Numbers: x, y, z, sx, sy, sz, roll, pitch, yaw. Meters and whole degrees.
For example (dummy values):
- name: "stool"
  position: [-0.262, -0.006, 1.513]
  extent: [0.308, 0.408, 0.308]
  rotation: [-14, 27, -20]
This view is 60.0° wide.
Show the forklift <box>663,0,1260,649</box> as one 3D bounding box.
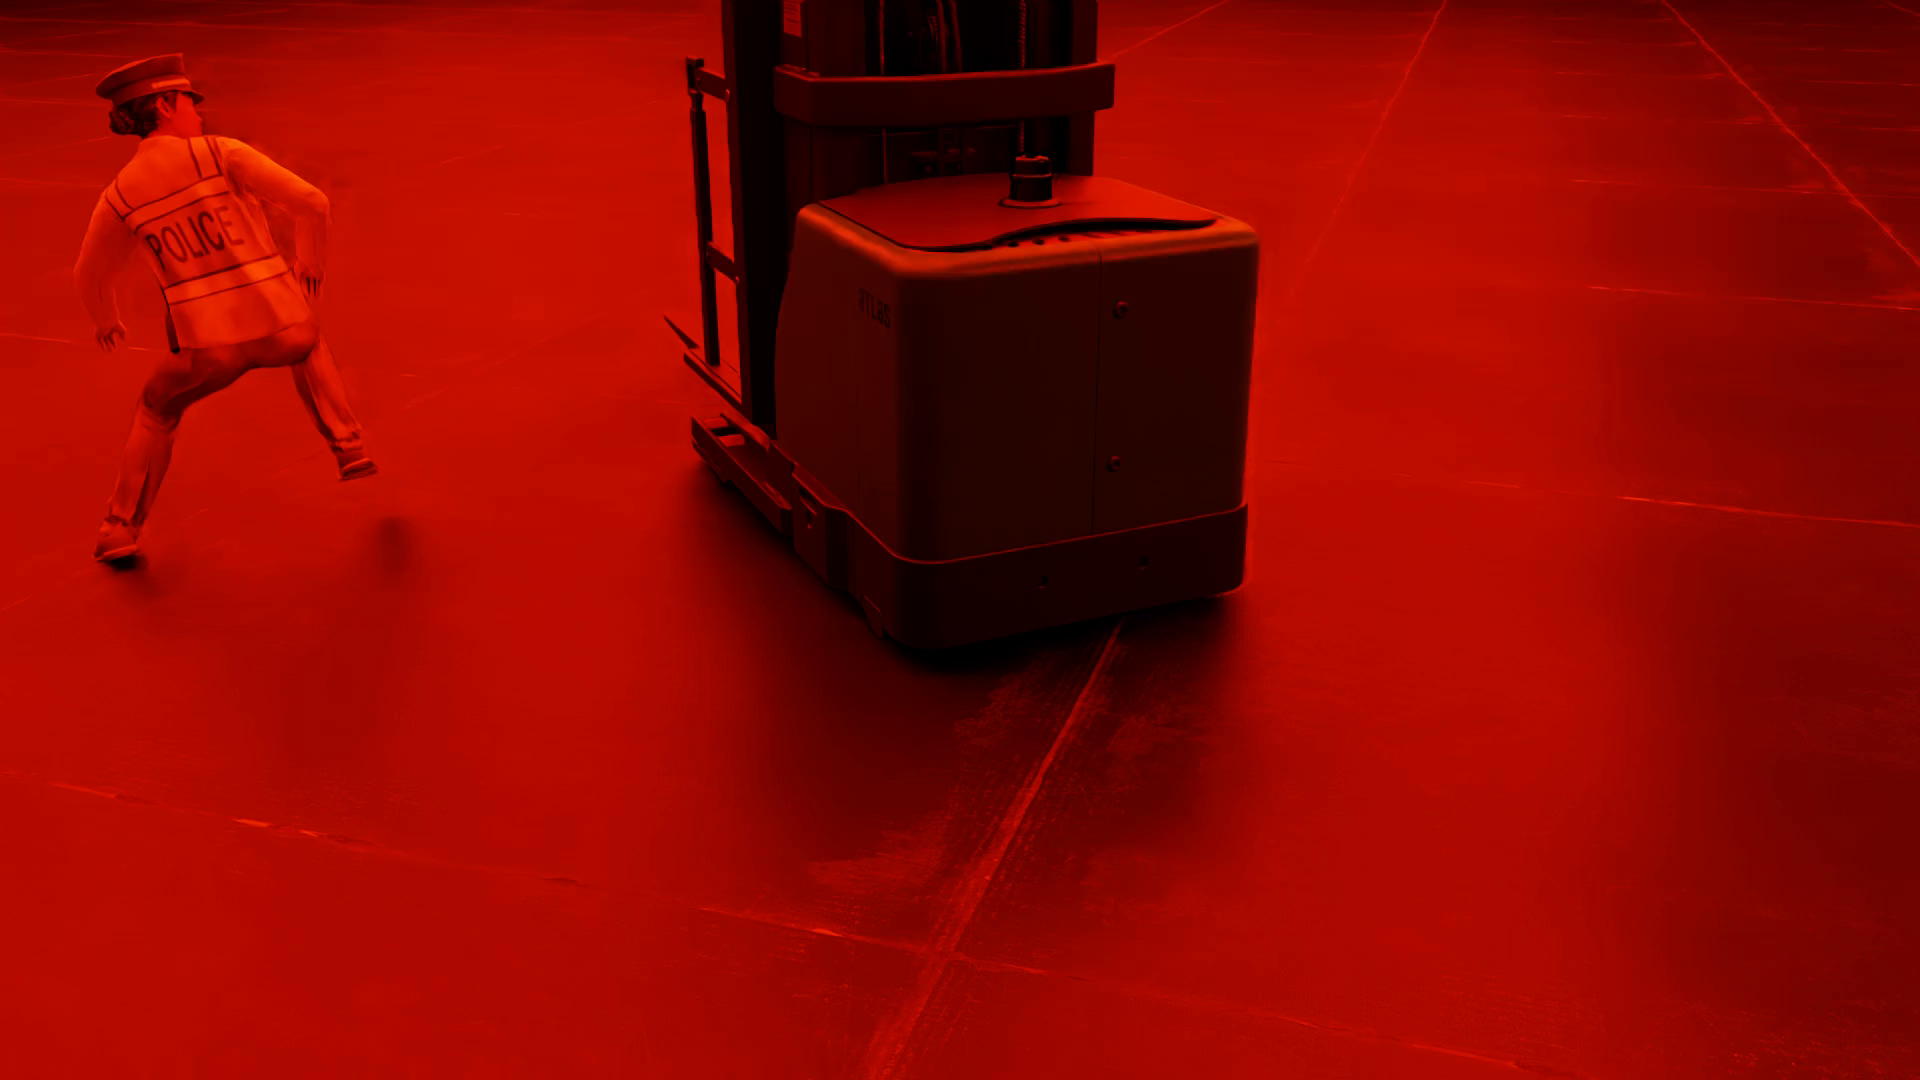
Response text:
- name: "forklift"
  position: [-0.275, -1.604, 5.165]
  extent: [1.130, 2.935, 3.031]
  rotation: [-10, 24, -22]

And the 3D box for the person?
- name: "person"
  position: [-2.223, -0.663, 4.874]
  extent: [0.842, 1.466, 0.658]
  rotation: [-8, 24, -19]
